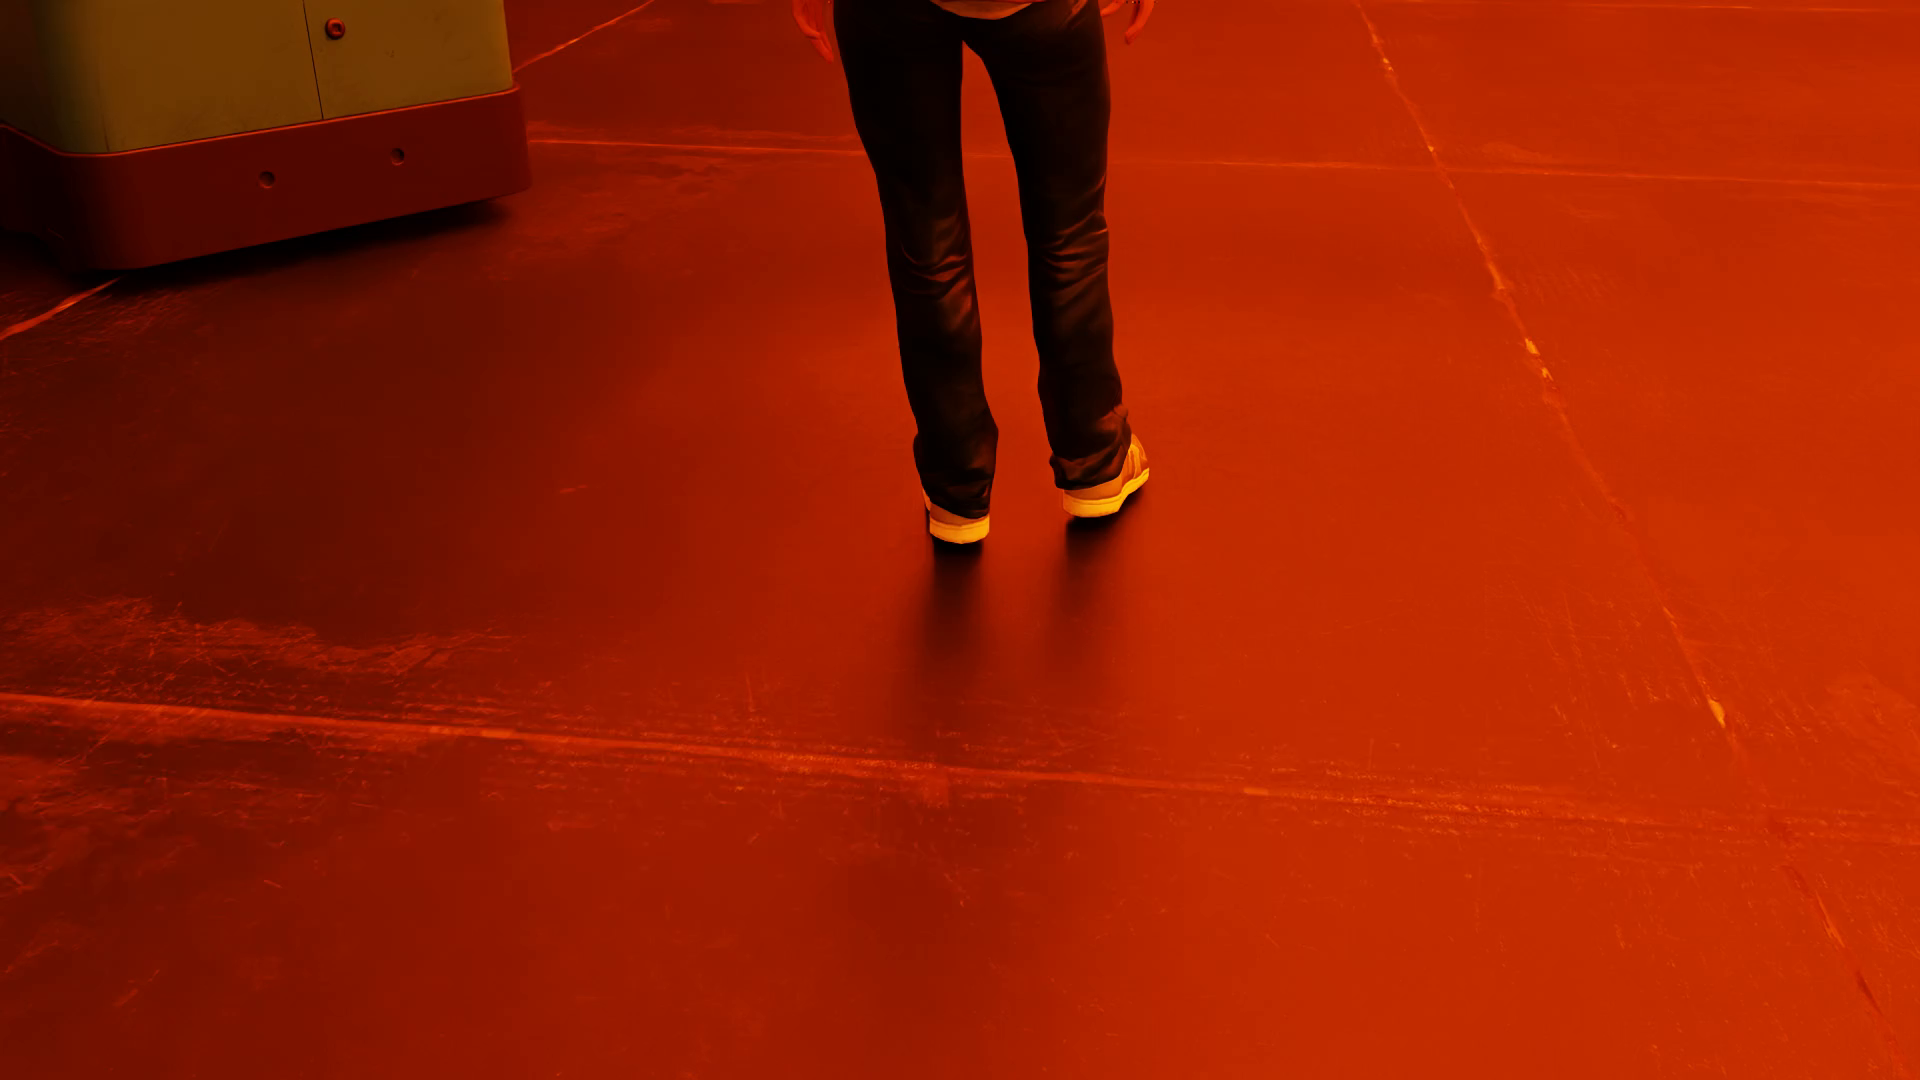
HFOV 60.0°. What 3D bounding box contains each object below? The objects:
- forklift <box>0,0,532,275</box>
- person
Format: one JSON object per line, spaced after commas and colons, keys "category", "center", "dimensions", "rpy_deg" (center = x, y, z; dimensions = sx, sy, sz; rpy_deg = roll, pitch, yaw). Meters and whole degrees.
{"category": "forklift", "center": [-2.429, -2.440, 4.108], "dimensions": [1.130, 2.935, 3.031], "rpy_deg": [-23, 34, -38]}
{"category": "person", "center": [0.024, -0.754, 2.205], "dimensions": [0.520, 1.599, 0.473], "rpy_deg": [3, 27, 7]}
